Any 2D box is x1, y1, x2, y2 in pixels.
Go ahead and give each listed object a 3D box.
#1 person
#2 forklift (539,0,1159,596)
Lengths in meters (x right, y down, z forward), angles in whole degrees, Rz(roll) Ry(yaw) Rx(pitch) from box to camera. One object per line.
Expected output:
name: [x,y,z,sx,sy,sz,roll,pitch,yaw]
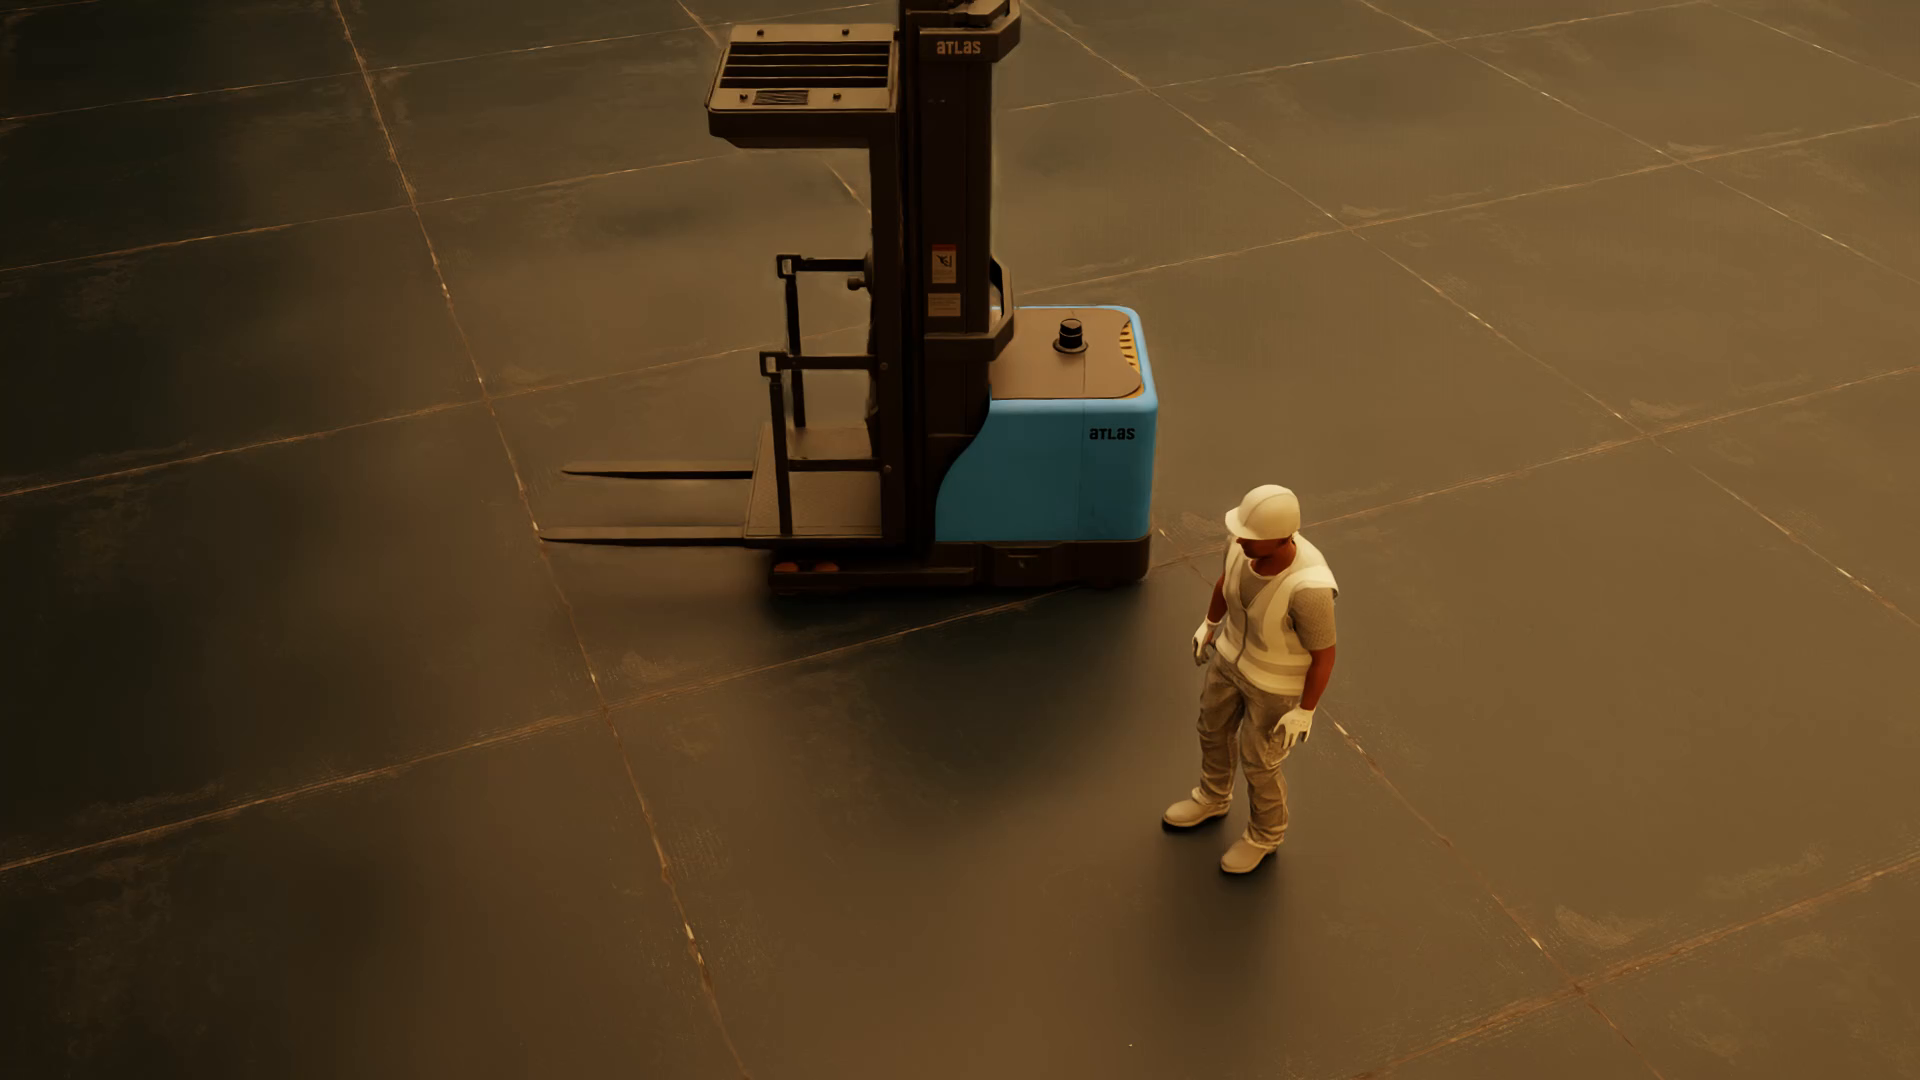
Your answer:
person: [1.131,0.508,6.388,0.439,1.772,0.663,-19,39,-24]
forklift: [-0.580,-1.226,7.823,3.031,2.935,1.130,0,35,-1]
